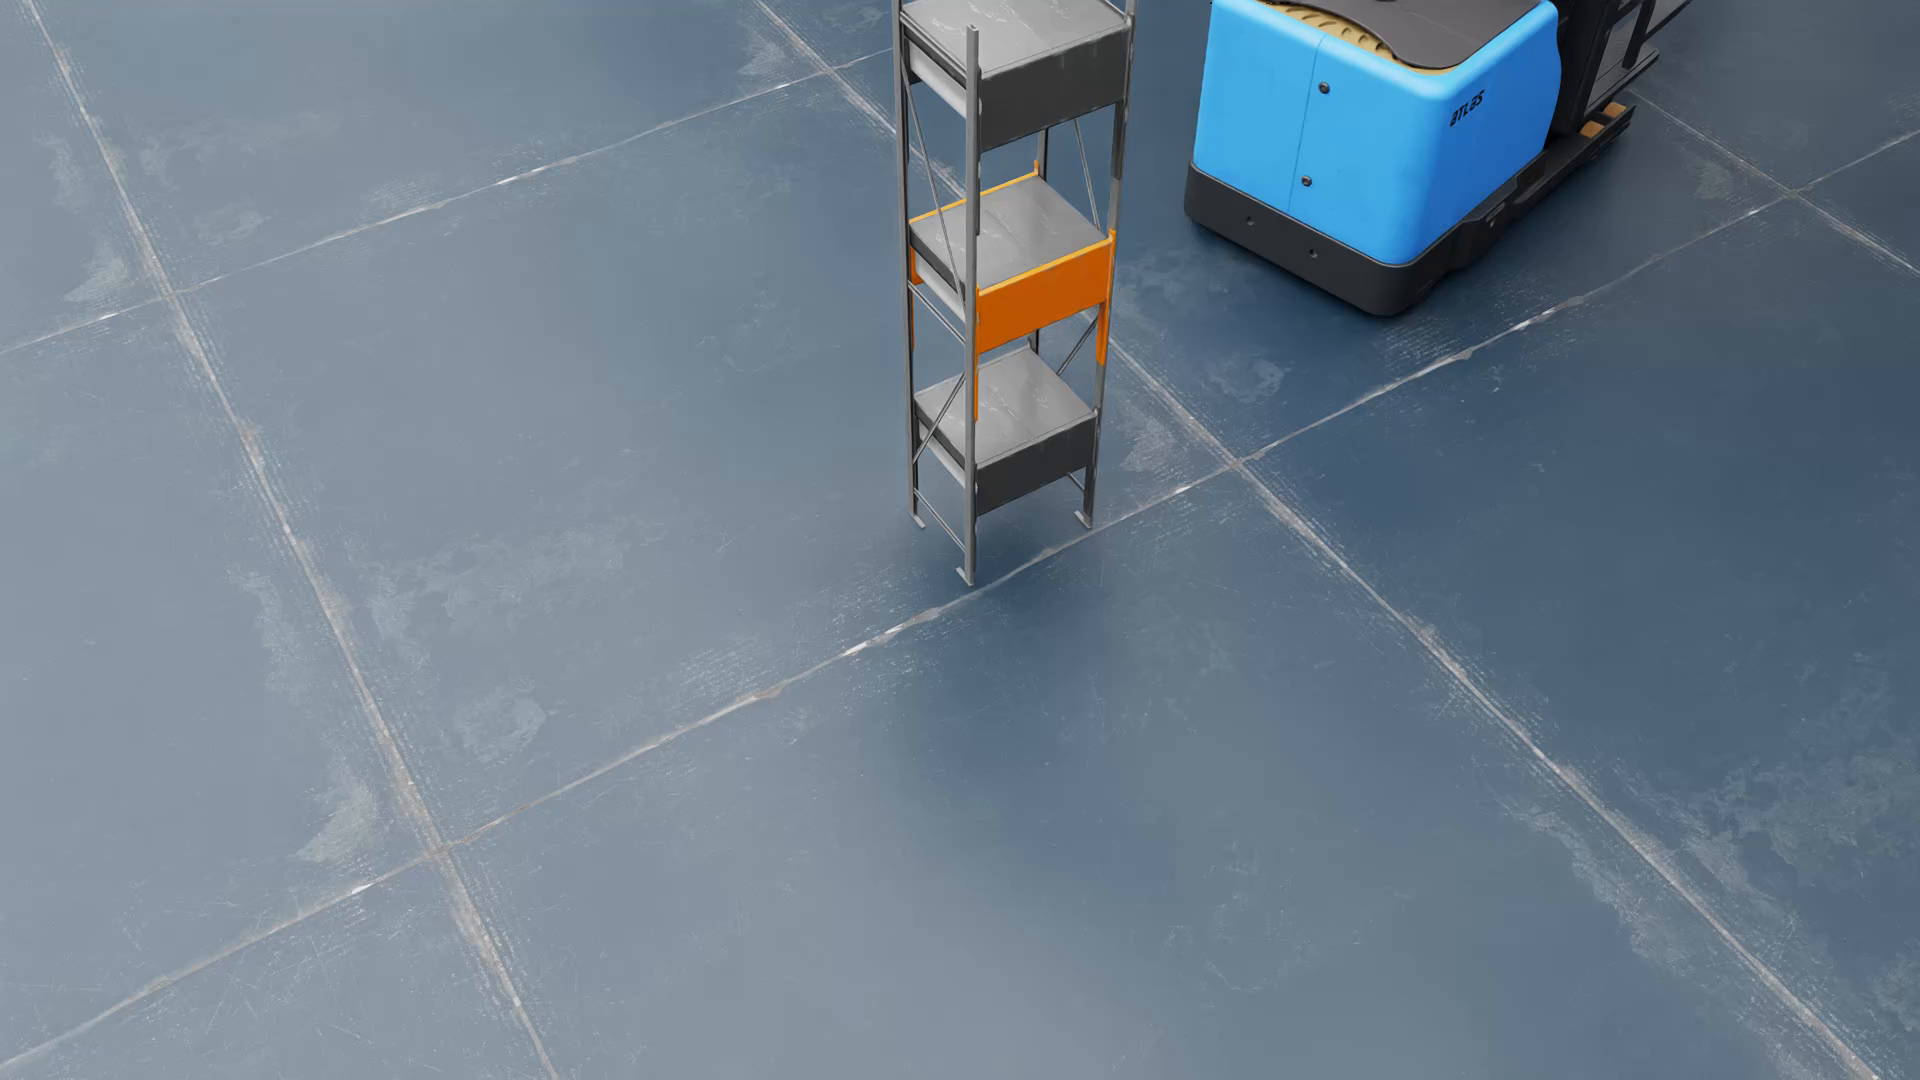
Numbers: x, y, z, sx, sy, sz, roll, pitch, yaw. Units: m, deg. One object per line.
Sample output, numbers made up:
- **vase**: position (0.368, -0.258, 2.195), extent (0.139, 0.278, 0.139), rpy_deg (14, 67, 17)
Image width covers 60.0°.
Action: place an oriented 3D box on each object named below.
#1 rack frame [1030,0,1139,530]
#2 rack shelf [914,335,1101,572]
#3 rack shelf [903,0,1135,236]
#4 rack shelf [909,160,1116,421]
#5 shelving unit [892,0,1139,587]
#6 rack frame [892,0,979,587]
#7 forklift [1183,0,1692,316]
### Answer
- **rack frame**: position (0.346, -0.861, 5.111), extent (0.015, 2.100, 0.400), rpy_deg (-25, 53, -21)
- **rack shelf**: position (0.140, -0.290, 5.558), extent (0.480, 0.518, 0.431), rpy_deg (-25, 53, -21)
- **rack shelf**: position (0.140, -1.221, 4.512), extent (0.480, 0.518, 0.431), rpy_deg (-25, 53, -21)
- **rack shelf**: position (0.140, -0.755, 5.035), extent (0.480, 0.518, 0.431), rpy_deg (-25, 53, -21)
- **shelving unit**: position (0.140, -0.764, 5.025), extent (0.503, 2.100, 0.431), rpy_deg (-25, 53, -21)
- **rack frame**: position (-0.066, -0.667, 4.938), extent (0.015, 2.100, 0.400), rpy_deg (-25, 53, -21)
- **forklift**: position (2.295, -2.854, 6.329), extent (1.130, 2.935, 3.031), rpy_deg (35, 57, 27)
